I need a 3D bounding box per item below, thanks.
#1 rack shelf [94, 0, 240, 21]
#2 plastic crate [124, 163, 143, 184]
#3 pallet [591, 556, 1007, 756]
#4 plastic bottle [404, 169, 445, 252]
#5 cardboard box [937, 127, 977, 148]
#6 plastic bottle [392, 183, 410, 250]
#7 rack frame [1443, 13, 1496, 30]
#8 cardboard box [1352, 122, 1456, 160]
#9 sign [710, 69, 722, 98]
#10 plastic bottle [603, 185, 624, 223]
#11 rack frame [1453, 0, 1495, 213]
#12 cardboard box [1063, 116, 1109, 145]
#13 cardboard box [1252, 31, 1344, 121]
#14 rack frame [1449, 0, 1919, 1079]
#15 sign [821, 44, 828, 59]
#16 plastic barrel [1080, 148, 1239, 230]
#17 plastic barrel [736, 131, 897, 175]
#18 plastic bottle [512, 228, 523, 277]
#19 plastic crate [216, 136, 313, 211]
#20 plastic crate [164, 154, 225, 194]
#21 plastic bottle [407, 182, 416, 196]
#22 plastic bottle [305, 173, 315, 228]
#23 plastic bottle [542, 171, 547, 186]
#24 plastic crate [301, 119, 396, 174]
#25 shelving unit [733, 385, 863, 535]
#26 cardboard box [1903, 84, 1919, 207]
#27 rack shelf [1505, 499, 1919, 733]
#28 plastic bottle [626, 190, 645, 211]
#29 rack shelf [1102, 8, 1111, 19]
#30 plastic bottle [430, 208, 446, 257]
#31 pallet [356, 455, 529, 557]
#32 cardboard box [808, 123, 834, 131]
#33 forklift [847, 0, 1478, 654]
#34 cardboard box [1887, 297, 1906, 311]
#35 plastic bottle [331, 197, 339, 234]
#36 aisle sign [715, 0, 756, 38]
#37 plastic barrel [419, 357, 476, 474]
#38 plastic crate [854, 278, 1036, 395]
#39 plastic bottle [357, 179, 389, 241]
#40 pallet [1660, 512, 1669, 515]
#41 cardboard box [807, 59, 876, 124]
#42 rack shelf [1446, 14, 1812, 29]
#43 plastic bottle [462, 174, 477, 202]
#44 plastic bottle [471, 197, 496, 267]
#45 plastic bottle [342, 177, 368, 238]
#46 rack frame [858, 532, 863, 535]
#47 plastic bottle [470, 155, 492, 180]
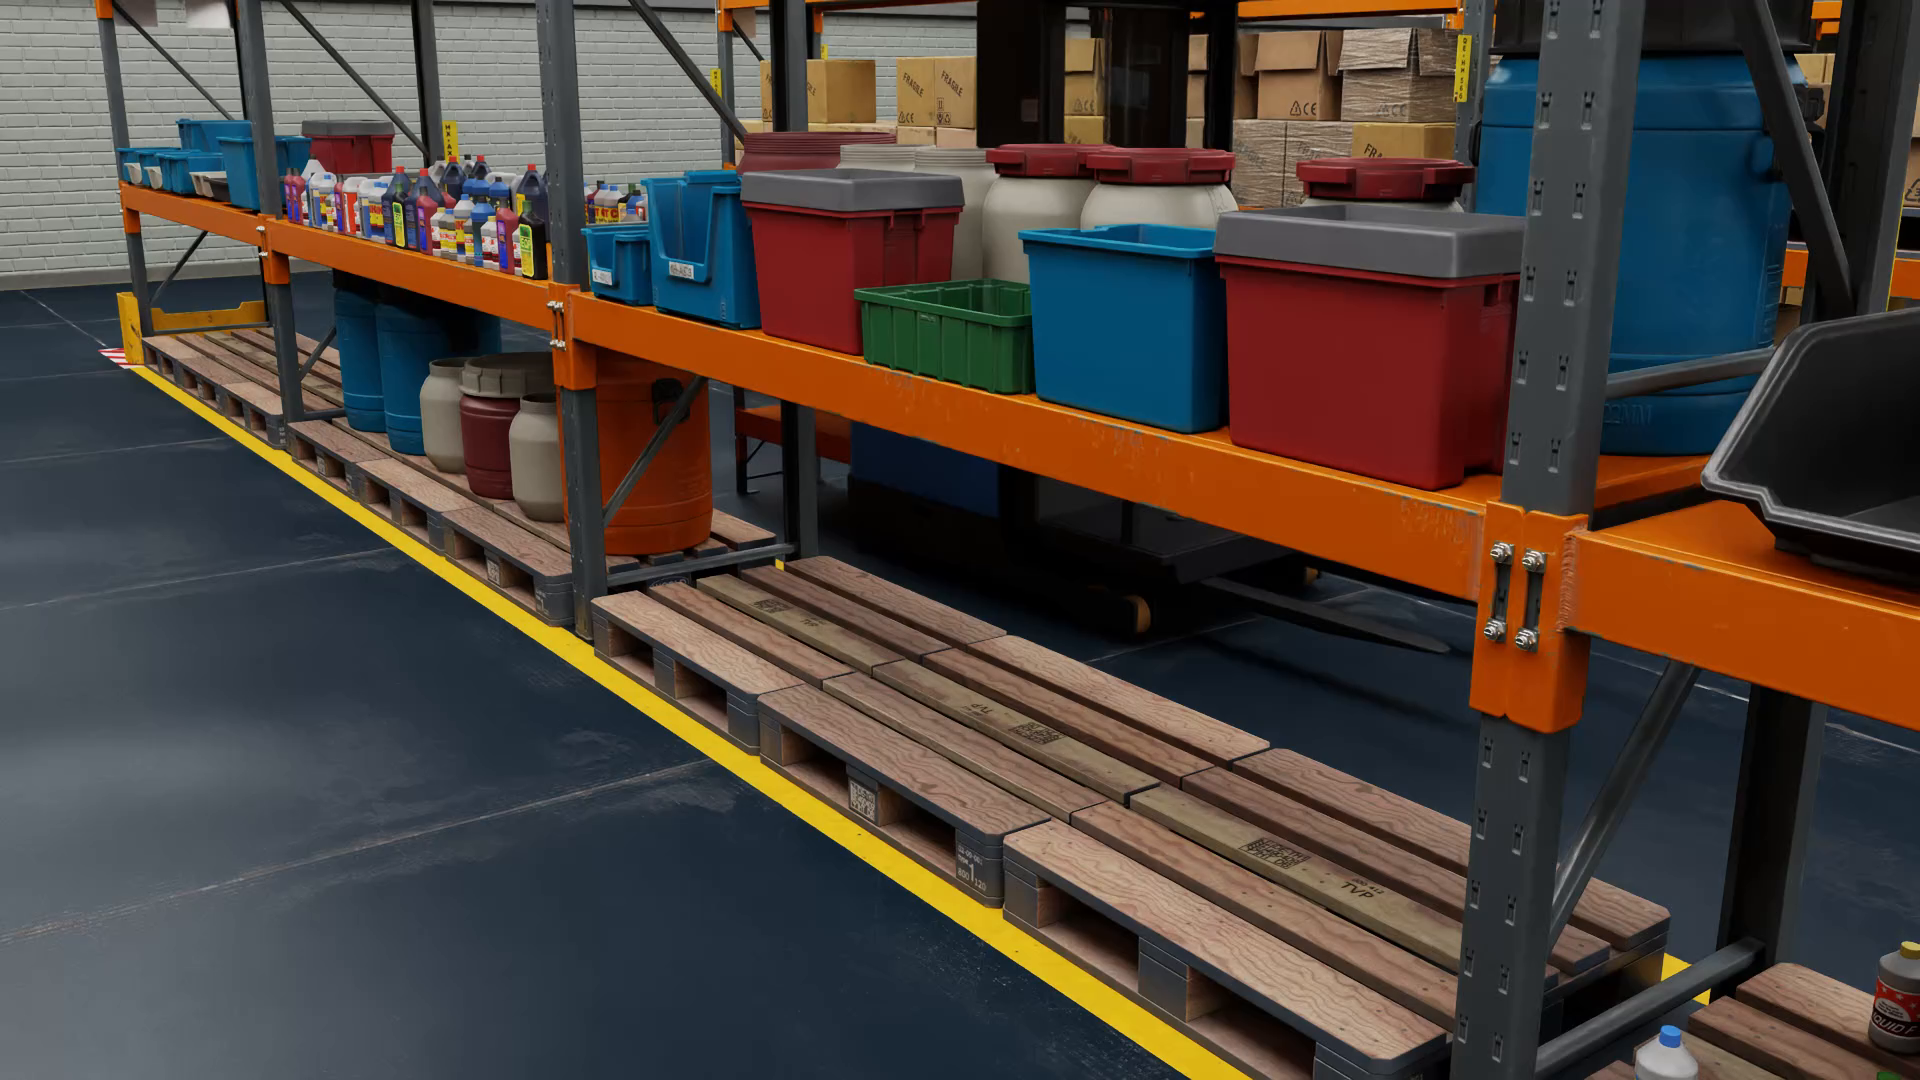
[{"bbox_3d":[-4.536,-3.533,10.483,1.077,0.370,4.000,-11,19,-35],"label":"rack shelf"},{"bbox_3d":[-5.711,-2.577,11.695,0.250,0.136,0.298,-11,19,-35],"label":"plastic crate"},{"bbox_3d":[-0.584,0.364,5.845,1.003,0.211,1.213,-11,19,-35],"label":"pallet"},{"bbox_3d":[-2.323,-1.433,7.223,0.144,0.351,0.185,-11,19,-35],"label":"plastic bottle"},{"bbox_3d":[0.175,-2.900,12.209,0.500,0.250,0.500,-11,19,-36],"label":"cardboard box"},{"bbox_3d":[-2.450,-1.428,7.332,0.061,0.283,0.133,-11,19,-35],"label":"plastic bottle"},{"bbox_3d":[6.311,-5.167,20.774,1.000,3.000,0.127,-11,19,-35],"label":"rack frame"},{"bbox_3d":[2.508,-2.036,9.143,0.500,0.500,0.500,-10,18,-33],"label":"cardboard box"},{"bbox_3d":[-2.158,-4.000,14.719,0.100,0.325,0.005,-11,19,-35],"label":"sign"},{"bbox_3d":[-1.533,-1.438,7.392,0.097,0.271,0.097,0,15,0],"label":"plastic bottle"},{"bbox_3d":[2.998,-1.921,8.912,1.000,3.000,0.127,-11,19,-35],"label":"rack frame"},{"bbox_3d":[1.011,-2.579,11.127,0.500,0.500,0.500,-11,19,-34],"label":"cardboard box"},{"bbox_3d":[2.201,-2.751,9.856,0.797,0.503,0.637,-10,18,-33],"label":"cardboard box"},{"bbox_3d":[1.344,-0.298,2.982,1.000,3.000,0.127,-11,19,-35],"label":"rack frame"},{"bbox_3d":[-1.258,-4.383,15.266,0.100,0.325,0.005,-11,19,-35],"label":"sign"},{"bbox_3d":[0.527,-0.758,4.408,0.433,0.535,0.433,0,15,0],"label":"plastic barrel"},{"bbox_3d":[-0.490,-1.166,5.895,0.600,0.536,0.708,-11,19,-35],"label":"plastic barrel"},{"bbox_3d":[-1.644,-1.104,6.303,0.097,0.201,0.097,0,15,0],"label":"plastic bottle"},{"bbox_3d":[-3.910,-2.074,9.389,0.392,0.384,0.575,-11,19,-35],"label":"plastic crate"},{"bbox_3d":[-4.882,-2.359,10.718,0.416,0.233,0.300,-11,19,-35],"label":"plastic crate"},{"bbox_3d":[-2.401,-1.437,7.367,0.061,0.283,0.133,-11,19,-35],"label":"plastic bottle"},{"bbox_3d":[-3.271,-1.729,8.453,0.097,0.271,0.097,0,15,0],"label":"plastic bottle"},{"bbox_3d":[-1.907,-1.602,7.839,0.144,0.351,0.185,-11,19,-35],"label":"plastic bottle"},{"bbox_3d":[-3.682,-2.296,10.046,0.402,0.464,0.583,-11,19,-35],"label":"plastic crate"},{"bbox_3d":[-0.600,-0.712,8.048,0.538,1.125,1.048,-13,20,-39],"label":"shelving unit"},{"bbox_3d":[4.256,-1.675,7.022,0.797,0.503,0.637,-9,18,-29],"label":"cardboard box"},{"bbox_3d":[2.520,0.476,1.517,1.077,0.370,4.000,-11,19,-35],"label":"rack shelf"},{"bbox_3d":[-1.368,-1.351,7.074,0.097,0.271,0.097,0,15,0],"label":"plastic bottle"},{"bbox_3d":[1.823,-3.448,10.171,1.077,0.370,4.000,-11,19,-35],"label":"rack shelf"},{"bbox_3d":[-2.180,-1.299,7.015,0.097,0.201,0.097,0,15,0],"label":"plastic bottle"},{"bbox_3d":[-2.218,-0.229,8.014,1.003,0.211,1.213,-11,19,-35],"label":"pallet"},{"bbox_3d":[-1.038,-3.338,13.811,0.500,0.250,0.500,-12,19,-36],"label":"cardboard box"},{"bbox_3d":[0.833,-1.194,6.386,1.130,2.935,3.031,-13,20,-39],"label":"forklift"},{"bbox_3d":[6.860,-1.857,12.617,0.500,0.500,0.500,-12,19,-37],"label":"cardboard box"},{"bbox_3d":[-3.020,-1.604,8.130,0.097,0.201,0.097,0,15,0],"label":"plastic bottle"},{"bbox_3d":[-1.990,-4.852,14.696,0.394,0.787,0.004,-11,19,-35],"label":"aisle sign"},{"bbox_3d":[-2.378,-0.604,8.019,0.421,0.512,0.421,0,15,0],"label":"plastic barrel"},{"bbox_3d":[0.092,-0.524,4.209,0.450,0.188,0.662,-11,19,-35],"label":"plastic crate"},{"bbox_3d":[-2.715,-1.541,7.760,0.152,0.276,0.135,-11,19,-35],"label":"plastic bottle"},{"bbox_3d":[3.457,-0.409,8.670,1.003,0.211,1.213,-11,19,-35],"label":"pallet"},{"bbox_3d":[-1.038,-3.701,13.717,0.500,0.500,0.500,-11,19,-36],"label":"cardboard box"},{"bbox_3d":[7.487,-5.840,18.912,1.077,0.370,4.000,-11,19,-35],"label":"rack shelf"},{"bbox_3d":[-2.445,-1.701,8.353,0.097,0.271,0.097,0,15,0],"label":"plastic bottle"},{"bbox_3d":[-1.894,-1.228,6.626,0.097,0.271,0.097,0,15,0],"label":"plastic bottle"},{"bbox_3d":[-2.851,-1.591,7.941,0.152,0.276,0.135,-11,19,-35],"label":"plastic bottle"},{"bbox_3d":[-0.270,-0.610,7.675,0.500,1.125,0.032,-13,20,-39],"label":"rack frame"},{"bbox_3d":[-2.446,-1.797,8.555,0.144,0.351,0.185,-11,19,-35],"label":"plastic bottle"}]
